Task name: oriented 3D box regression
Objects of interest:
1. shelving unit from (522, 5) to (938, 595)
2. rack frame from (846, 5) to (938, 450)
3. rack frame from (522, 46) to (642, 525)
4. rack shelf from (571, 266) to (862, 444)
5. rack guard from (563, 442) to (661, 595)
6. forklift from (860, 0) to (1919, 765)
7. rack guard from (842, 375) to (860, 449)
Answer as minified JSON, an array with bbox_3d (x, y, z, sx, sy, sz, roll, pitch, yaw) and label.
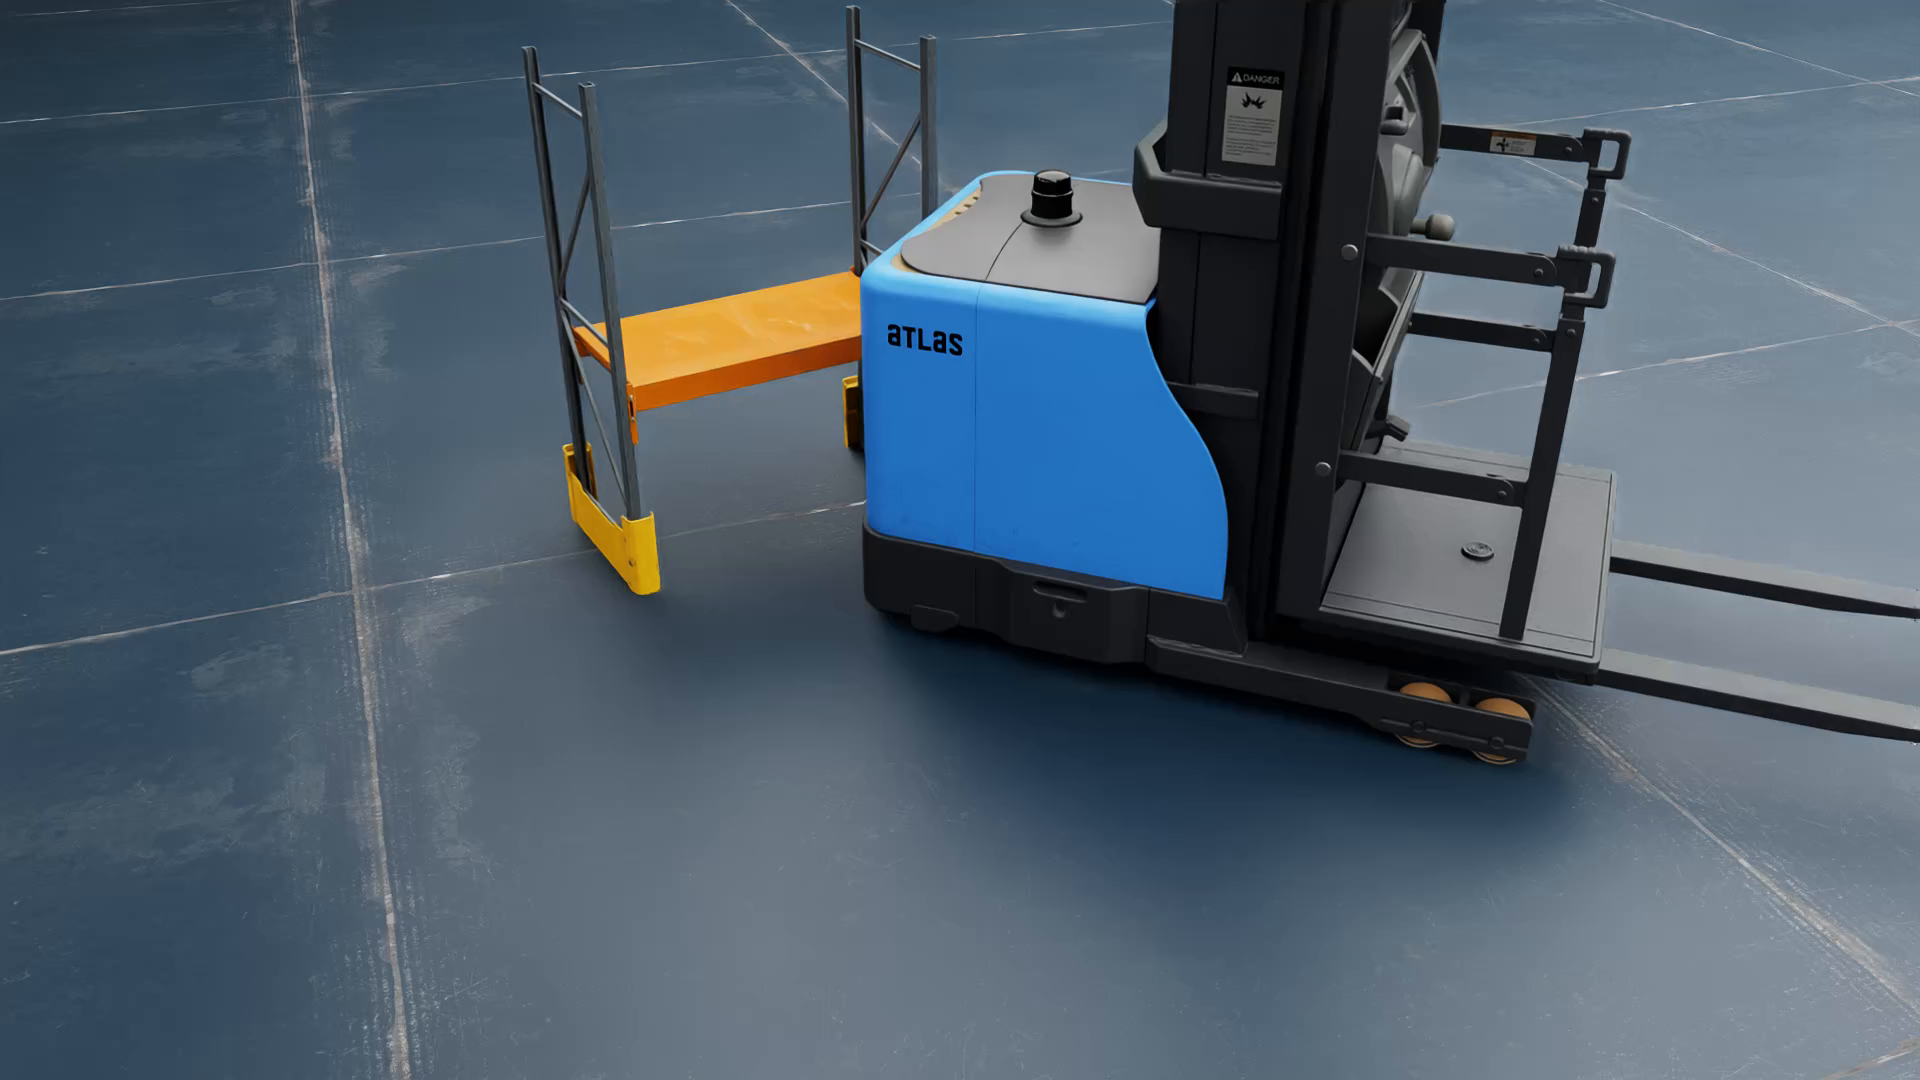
[{"bbox_3d":[-0.651,-0.745,5.043,1.083,1.500,0.587,-17,34,-27],"label":"shelving unit"},{"bbox_3d":[-0.208,-0.878,5.276,0.032,1.500,0.500,-17,34,-27],"label":"rack frame"},{"bbox_3d":[-1.078,-0.618,4.819,0.032,1.500,0.500,-17,34,-27],"label":"rack frame"},{"bbox_3d":[-0.643,-0.591,5.136,1.000,0.185,0.538,-17,34,-27],"label":"rack shelf"},{"bbox_3d":[-1.077,-0.075,5.129,0.087,0.250,0.587,-17,34,-27],"label":"rack guard"},{"bbox_3d":[1.292,-0.999,4.043,3.031,2.935,1.130,11,31,18],"label":"forklift"},{"bbox_3d":[-0.225,-0.330,5.576,0.087,0.250,0.587,-17,34,-27],"label":"rack guard"}]
